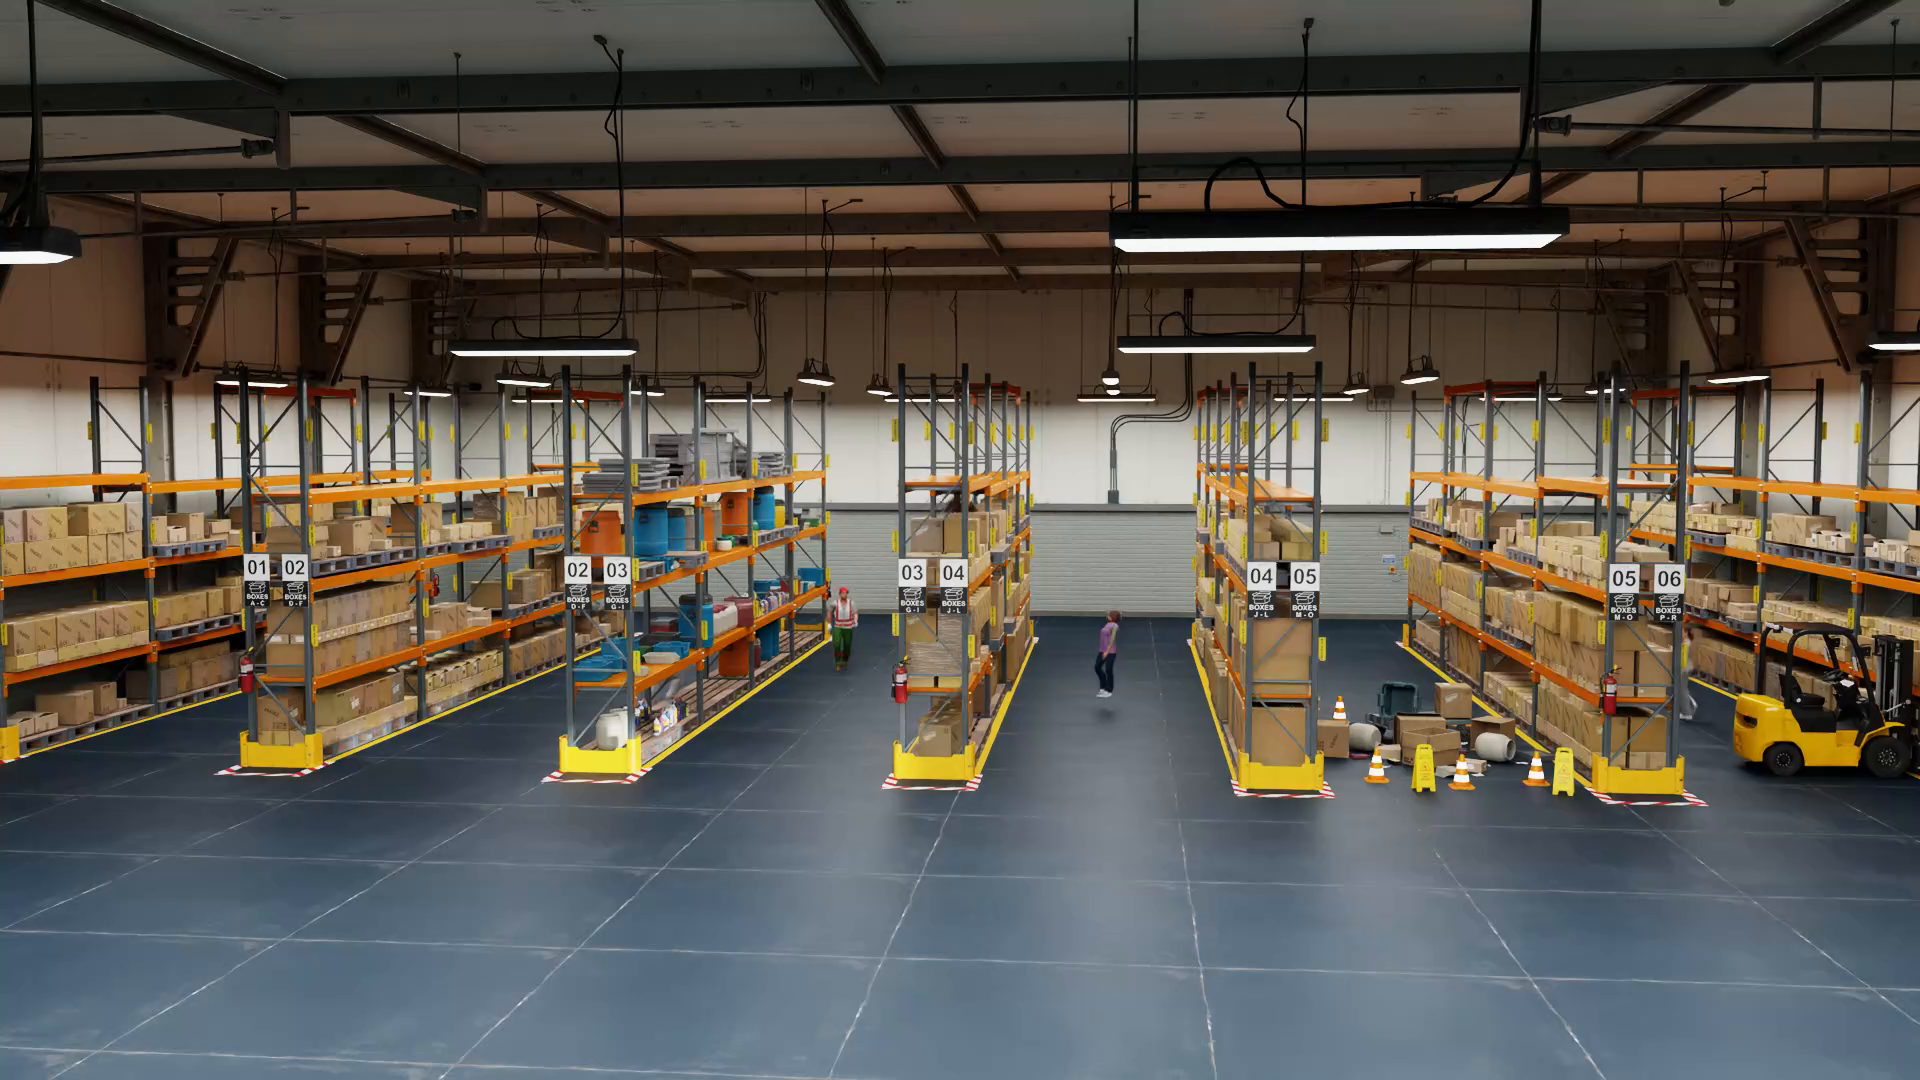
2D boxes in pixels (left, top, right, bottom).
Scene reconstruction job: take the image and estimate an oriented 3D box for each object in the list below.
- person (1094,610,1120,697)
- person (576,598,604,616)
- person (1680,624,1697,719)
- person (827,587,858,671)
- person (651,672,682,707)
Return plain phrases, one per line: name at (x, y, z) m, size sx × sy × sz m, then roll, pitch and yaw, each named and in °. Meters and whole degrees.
person at (2.676, 2.070, 30.252) m, size 0.442 × 1.593 × 0.440 m, roll -2°, pitch 4°, yaw -33°
person at (-9.779, 1.299, 44.346) m, size 1.020 × 1.732 × 0.605 m, roll 1°, pitch 4°, yaw 22°
person at (12.618, 2.292, 29.063) m, size 0.470 × 1.659 × 0.453 m, roll -3°, pitch 5°, yaw -36°
person at (-2.492, 1.897, 35.348) m, size 0.691 × 1.812 × 0.877 m, roll 0°, pitch 4°, yaw 3°
person at (-5.345, 2.252, 29.951) m, size 0.623 × 1.651 × 0.450 m, roll 0°, pitch 4°, yaw 7°
